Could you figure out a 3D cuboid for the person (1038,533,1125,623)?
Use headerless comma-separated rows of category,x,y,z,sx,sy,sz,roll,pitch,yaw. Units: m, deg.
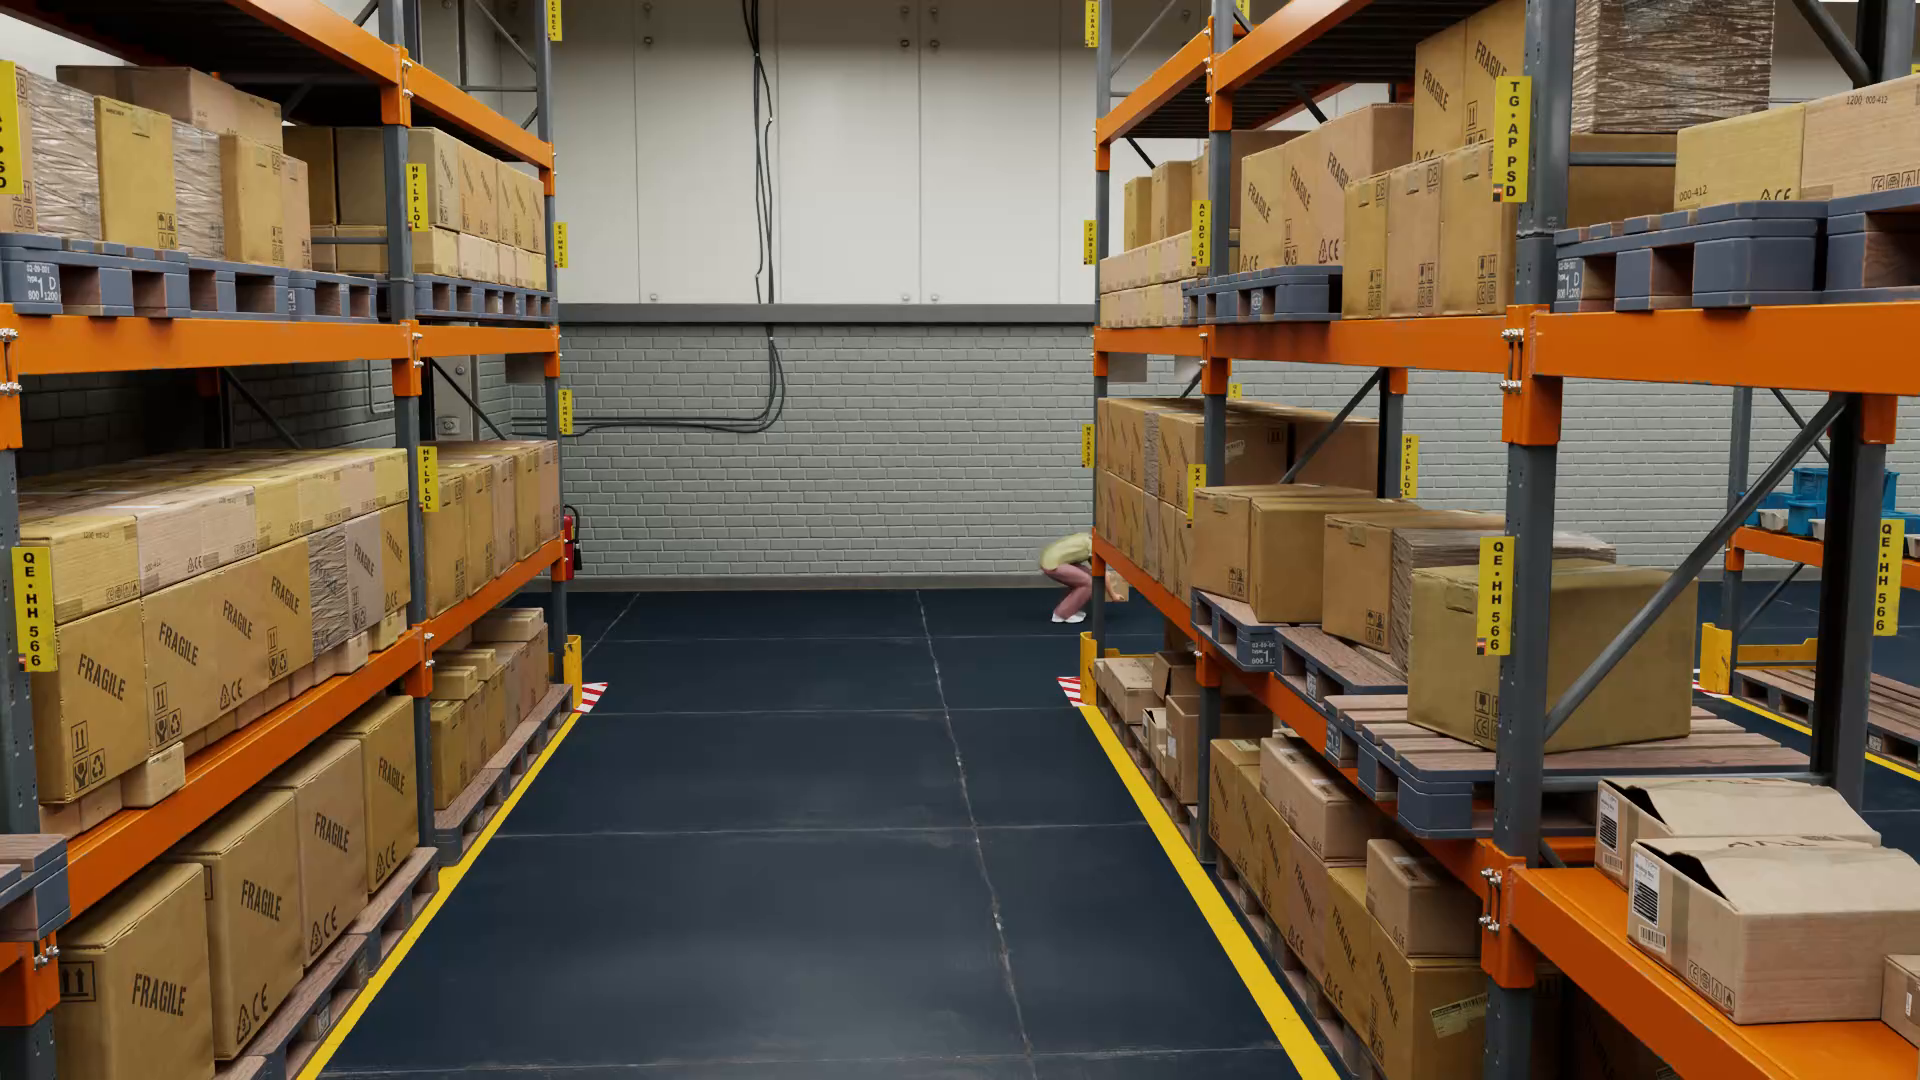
person,1.175,0.326,16.181,0.836,0.929,0.455,-1,7,-5
